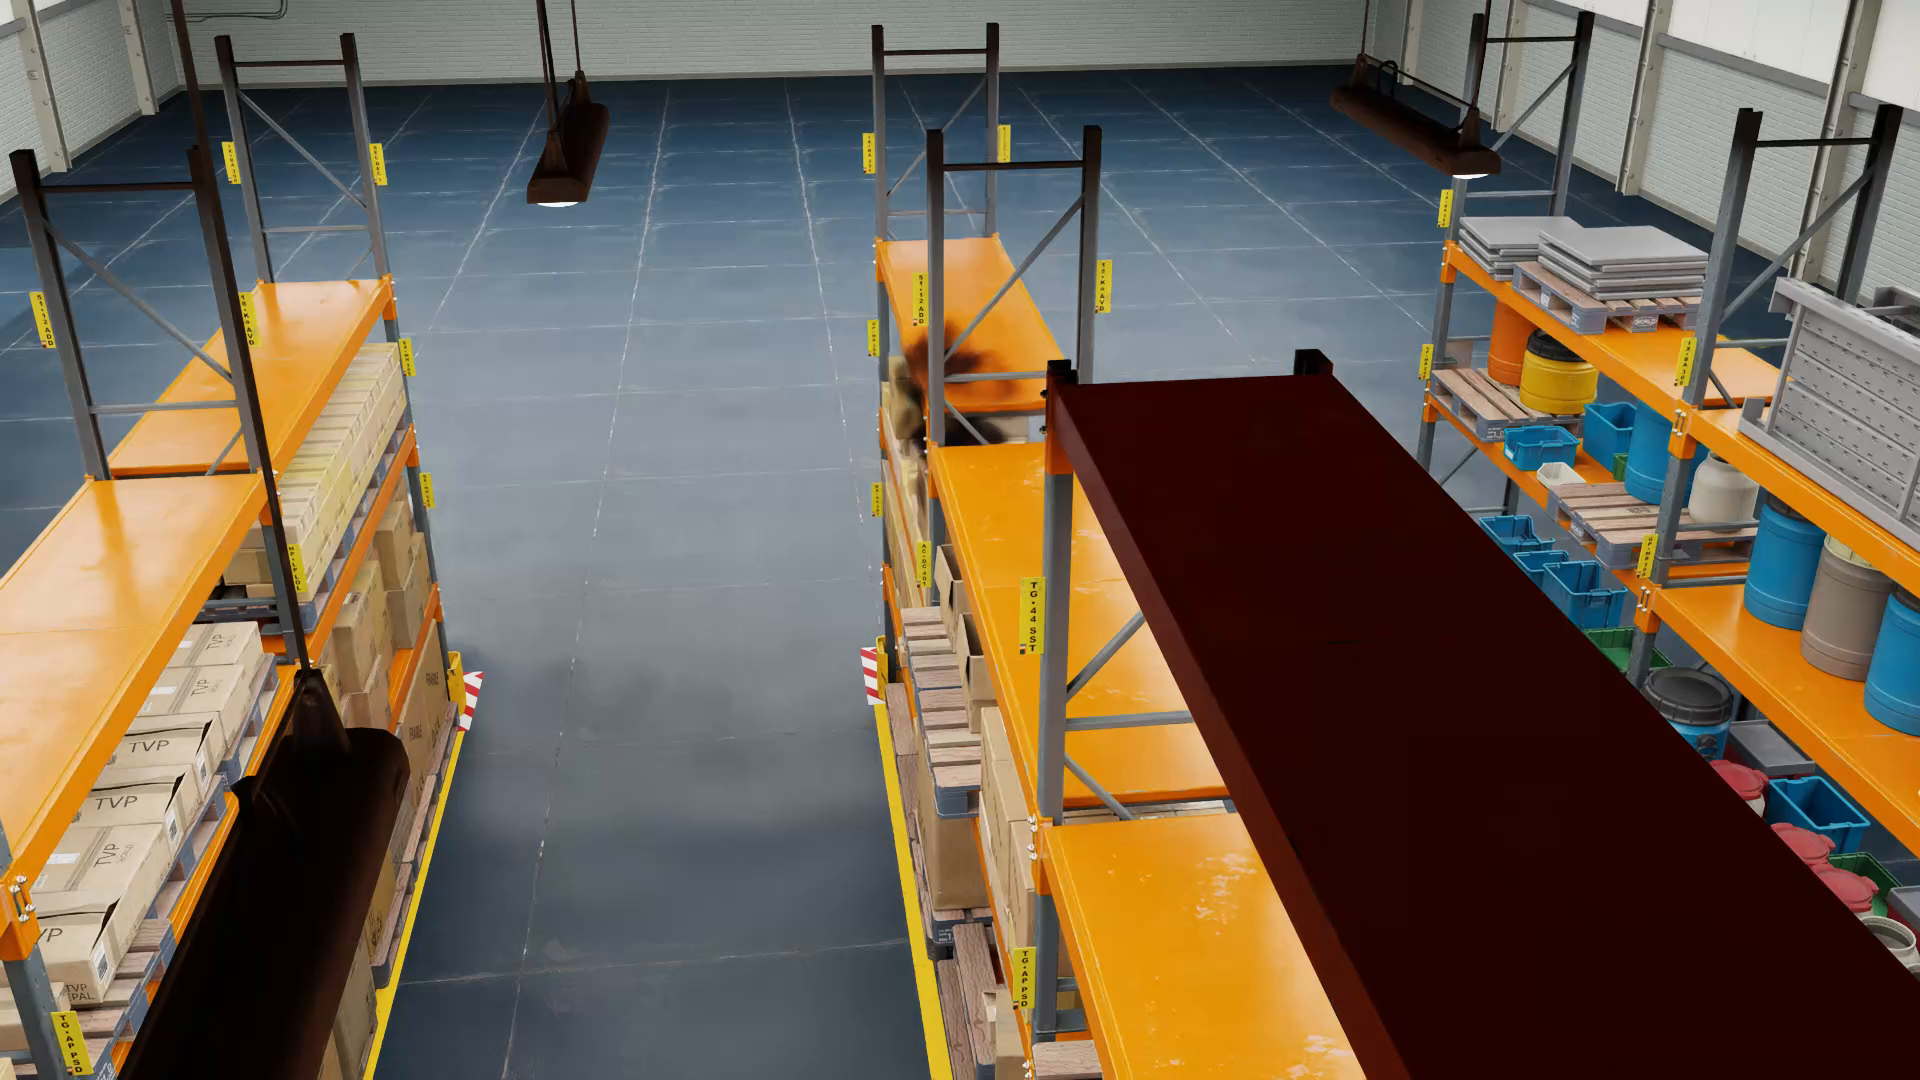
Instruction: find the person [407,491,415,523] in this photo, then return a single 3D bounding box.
[{"bbox_3d":[-5.666,0.032,16.523,0.692,1.735,0.580,19,32,35],"label":"person"}]
